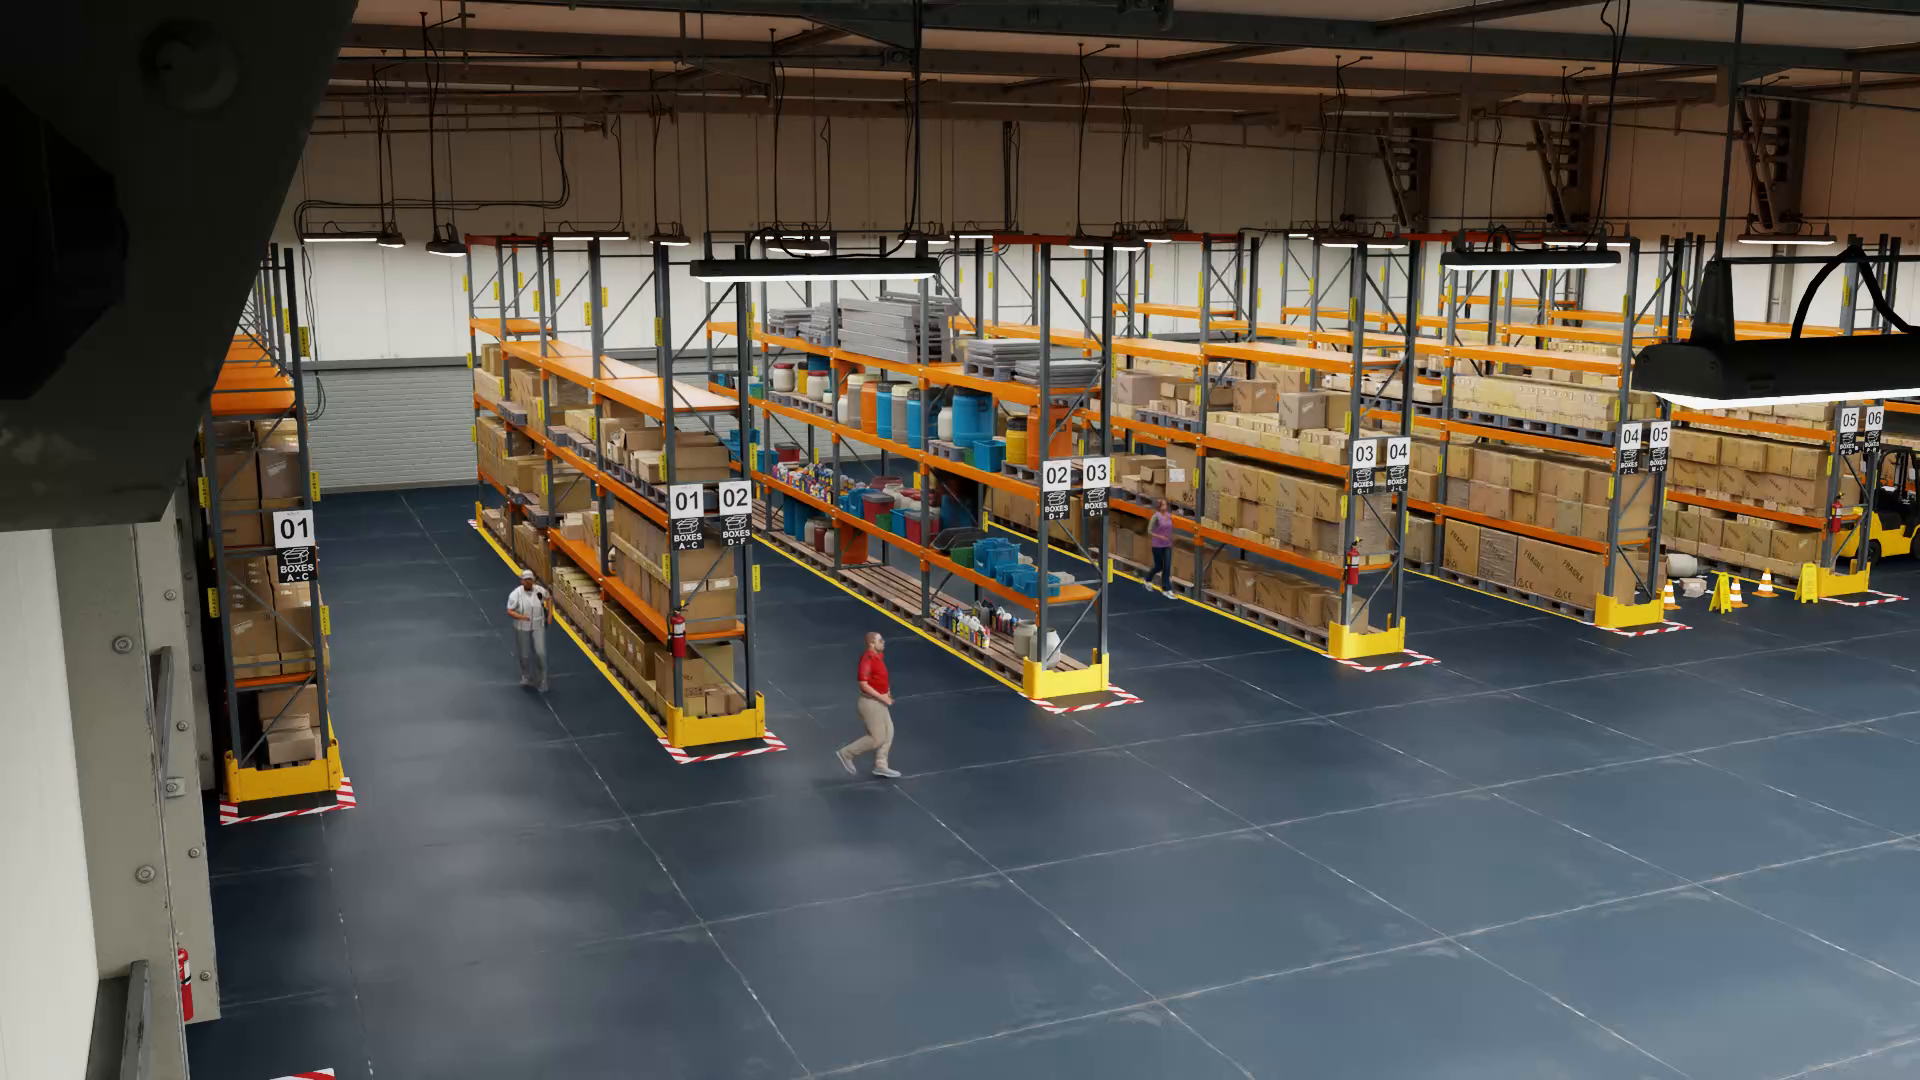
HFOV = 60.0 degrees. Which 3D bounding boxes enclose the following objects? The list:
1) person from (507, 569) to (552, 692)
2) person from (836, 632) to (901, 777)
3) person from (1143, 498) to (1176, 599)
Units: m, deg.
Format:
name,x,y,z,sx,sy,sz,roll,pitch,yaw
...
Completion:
name,x,y,z,sx,sy,sz,roll,pitch,yaw
person,-5.799,1.240,22.495,0.617,1.731,0.717,-4,12,-20
person,-1.044,1.883,19.006,0.726,1.717,0.690,1,11,3
person,3.250,0.113,26.831,0.539,1.599,0.754,-7,13,-31
